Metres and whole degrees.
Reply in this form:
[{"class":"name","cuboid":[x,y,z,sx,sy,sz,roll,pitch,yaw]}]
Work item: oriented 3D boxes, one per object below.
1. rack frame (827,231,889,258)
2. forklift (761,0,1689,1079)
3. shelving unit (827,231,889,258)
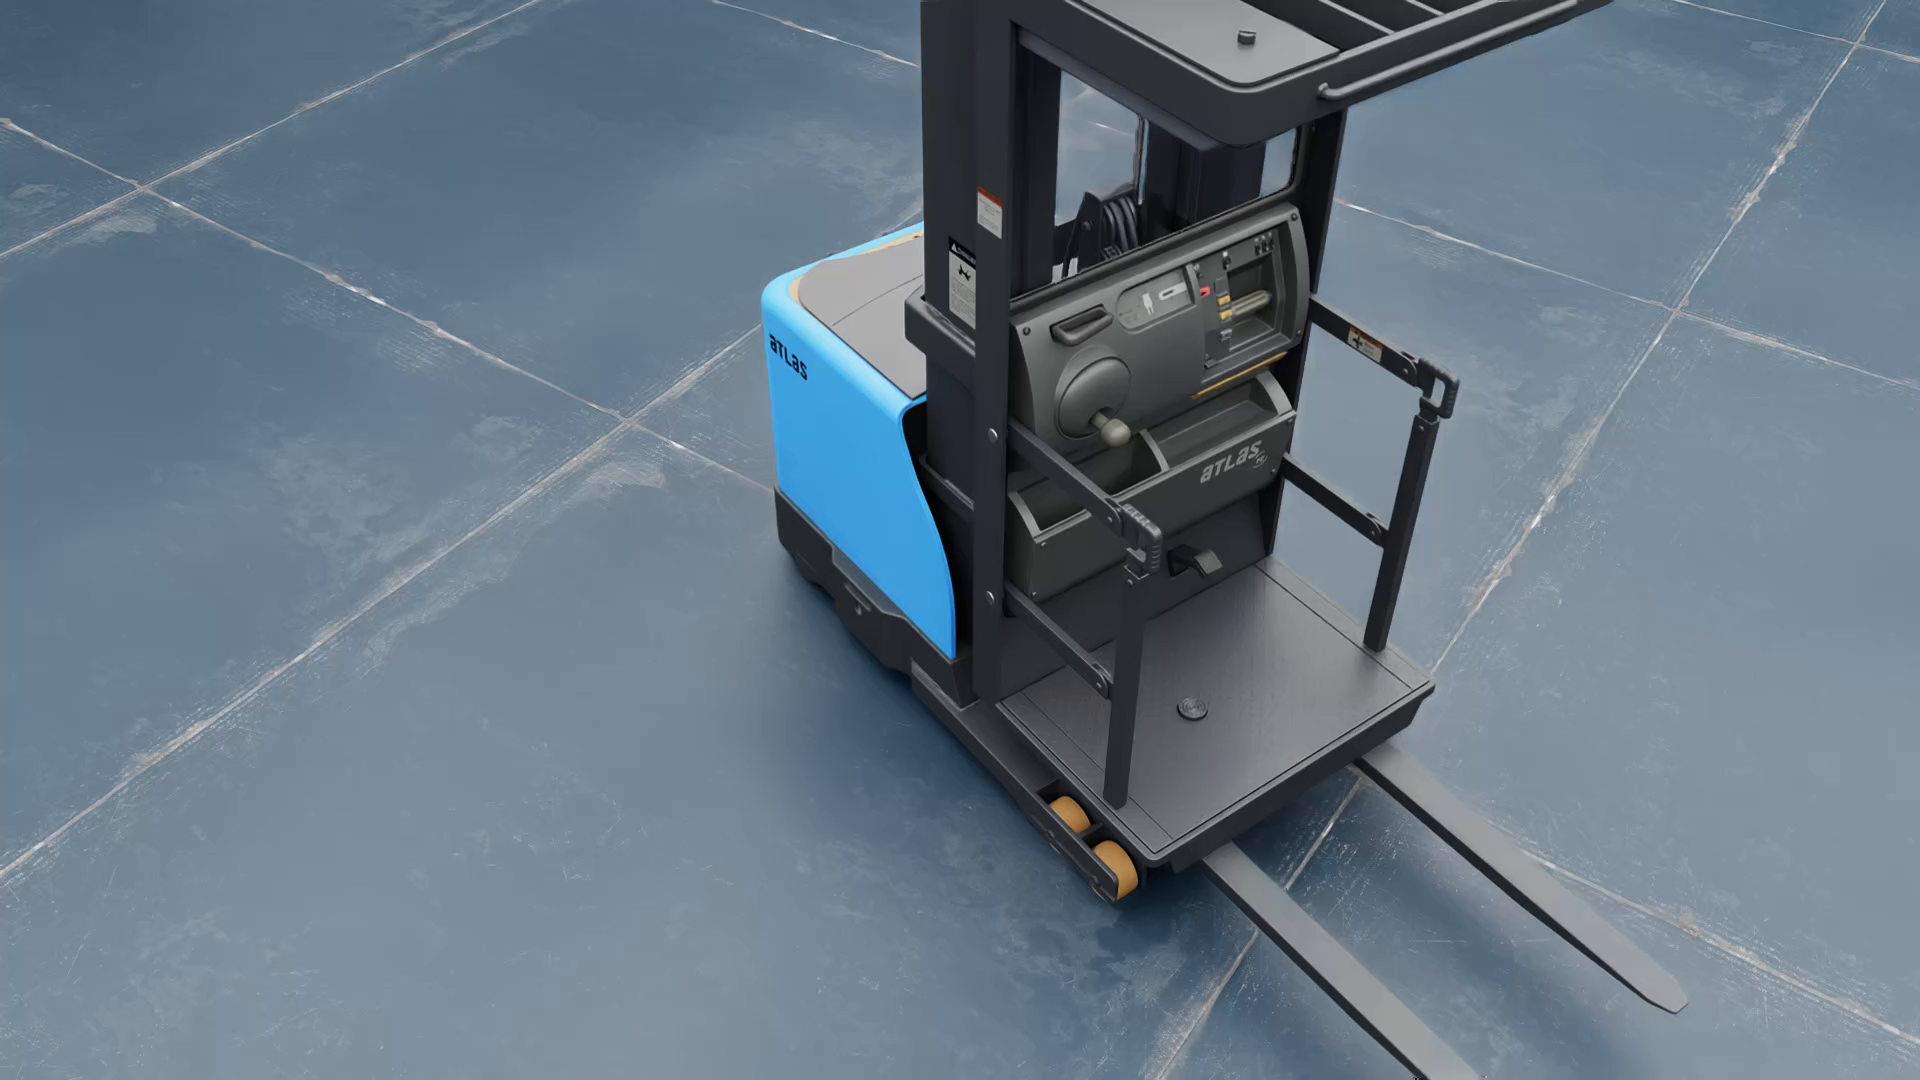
[{"class":"rack frame","cuboid":[-0.338,-0.648,5.799,0.240,0.900,0.006,-26,48,-26]},{"class":"forklift","cuboid":[0.655,-0.464,4.070,1.130,2.935,3.031,-26,48,-26]},{"class":"shelving unit","cuboid":[-0.278,-0.593,5.738,0.258,0.900,0.210,-26,48,-26]}]
